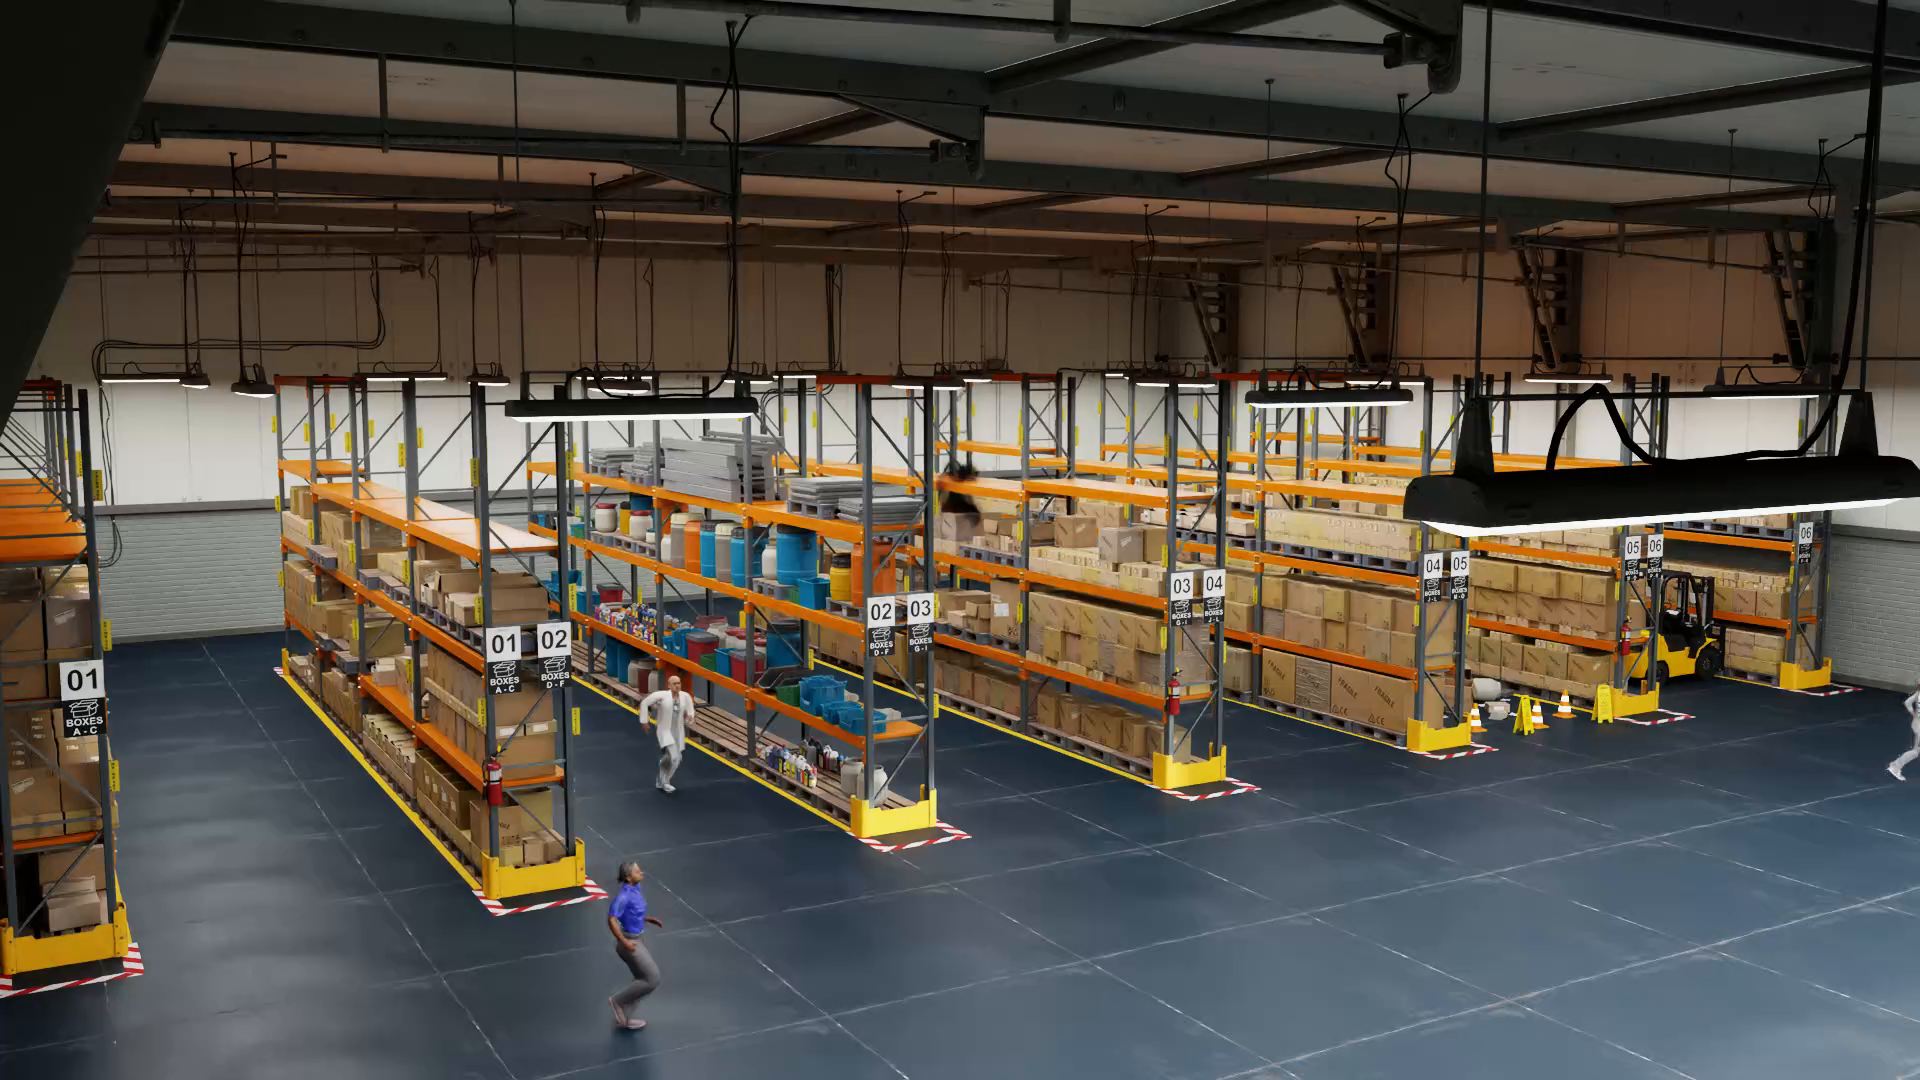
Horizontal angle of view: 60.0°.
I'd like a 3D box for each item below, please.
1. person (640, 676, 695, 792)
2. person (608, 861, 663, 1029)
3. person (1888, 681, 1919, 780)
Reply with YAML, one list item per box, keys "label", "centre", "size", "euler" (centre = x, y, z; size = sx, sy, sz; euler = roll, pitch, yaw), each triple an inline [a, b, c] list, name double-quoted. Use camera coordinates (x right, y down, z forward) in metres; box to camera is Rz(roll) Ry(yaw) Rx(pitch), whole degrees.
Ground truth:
- label: "person"
  centre: [-4.196, 2.829, 24.154]
  size: [0.758, 1.729, 0.754]
  euler: [-5, 8, -36]
- label: "person"
  centre: [-3.041, 3.816, 15.673]
  size: [0.467, 1.613, 0.636]
  euler: [0, 6, -3]
- label: "person"
  centre: [14.230, 2.835, 24.658]
  size: [0.771, 1.631, 0.575]
  euler: [3, 7, 22]
